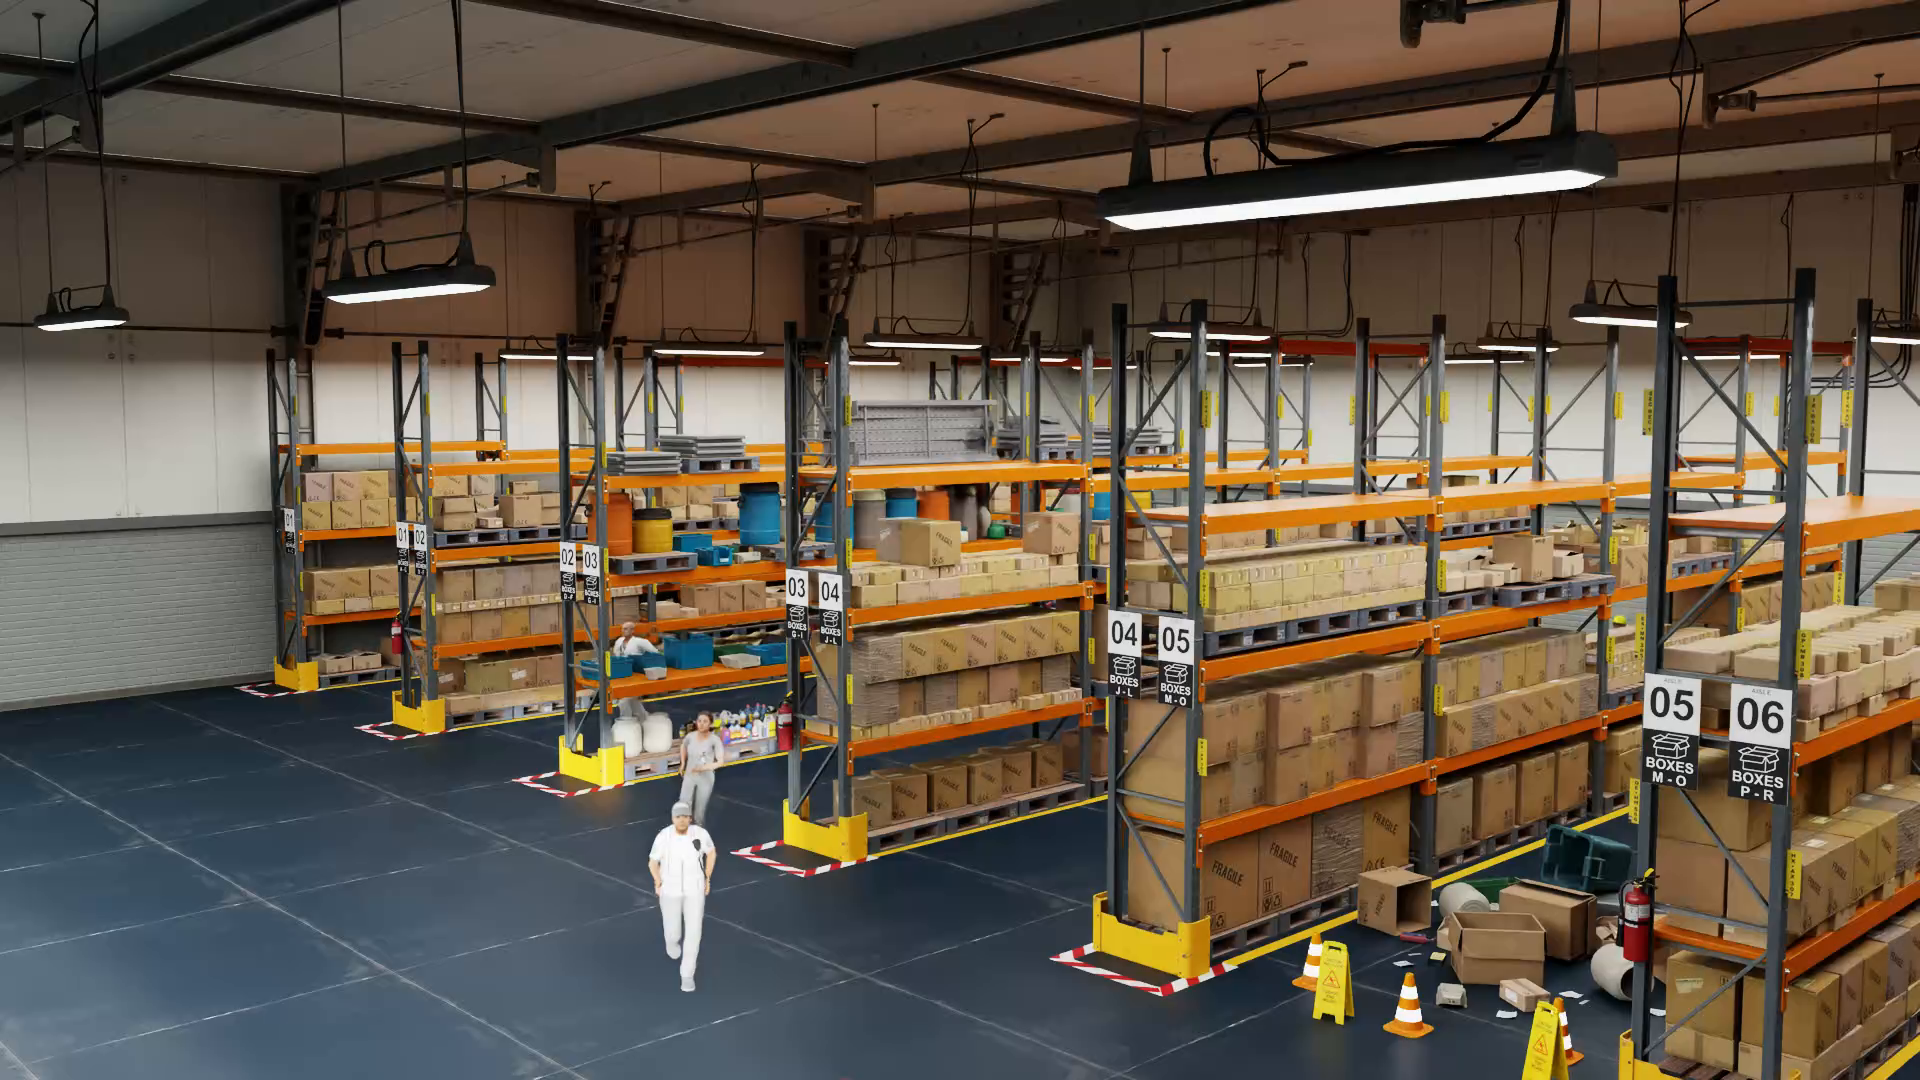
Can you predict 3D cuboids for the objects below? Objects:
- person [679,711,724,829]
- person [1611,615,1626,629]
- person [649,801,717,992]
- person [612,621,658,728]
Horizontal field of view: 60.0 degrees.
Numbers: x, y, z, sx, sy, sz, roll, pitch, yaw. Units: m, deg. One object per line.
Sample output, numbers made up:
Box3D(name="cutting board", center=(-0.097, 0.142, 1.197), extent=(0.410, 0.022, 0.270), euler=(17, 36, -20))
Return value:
Box3D(name="person", center=(-2.930, 2.727, 18.783), extent=(0.561, 1.625, 0.546), euler=(1, 5, 8))
Box3D(name="person", center=(10.118, 2.060, 25.622), extent=(0.677, 1.822, 0.801), euler=(4, 7, 42))
Box3D(name="person", center=(-2.450, 3.088, 14.719), extent=(0.597, 1.634, 0.754), euler=(-1, 5, -11))
Box3D(name="person", center=(-4.933, 2.130, 24.937), extent=(0.684, 1.843, 0.864), euler=(4, 7, 41))
